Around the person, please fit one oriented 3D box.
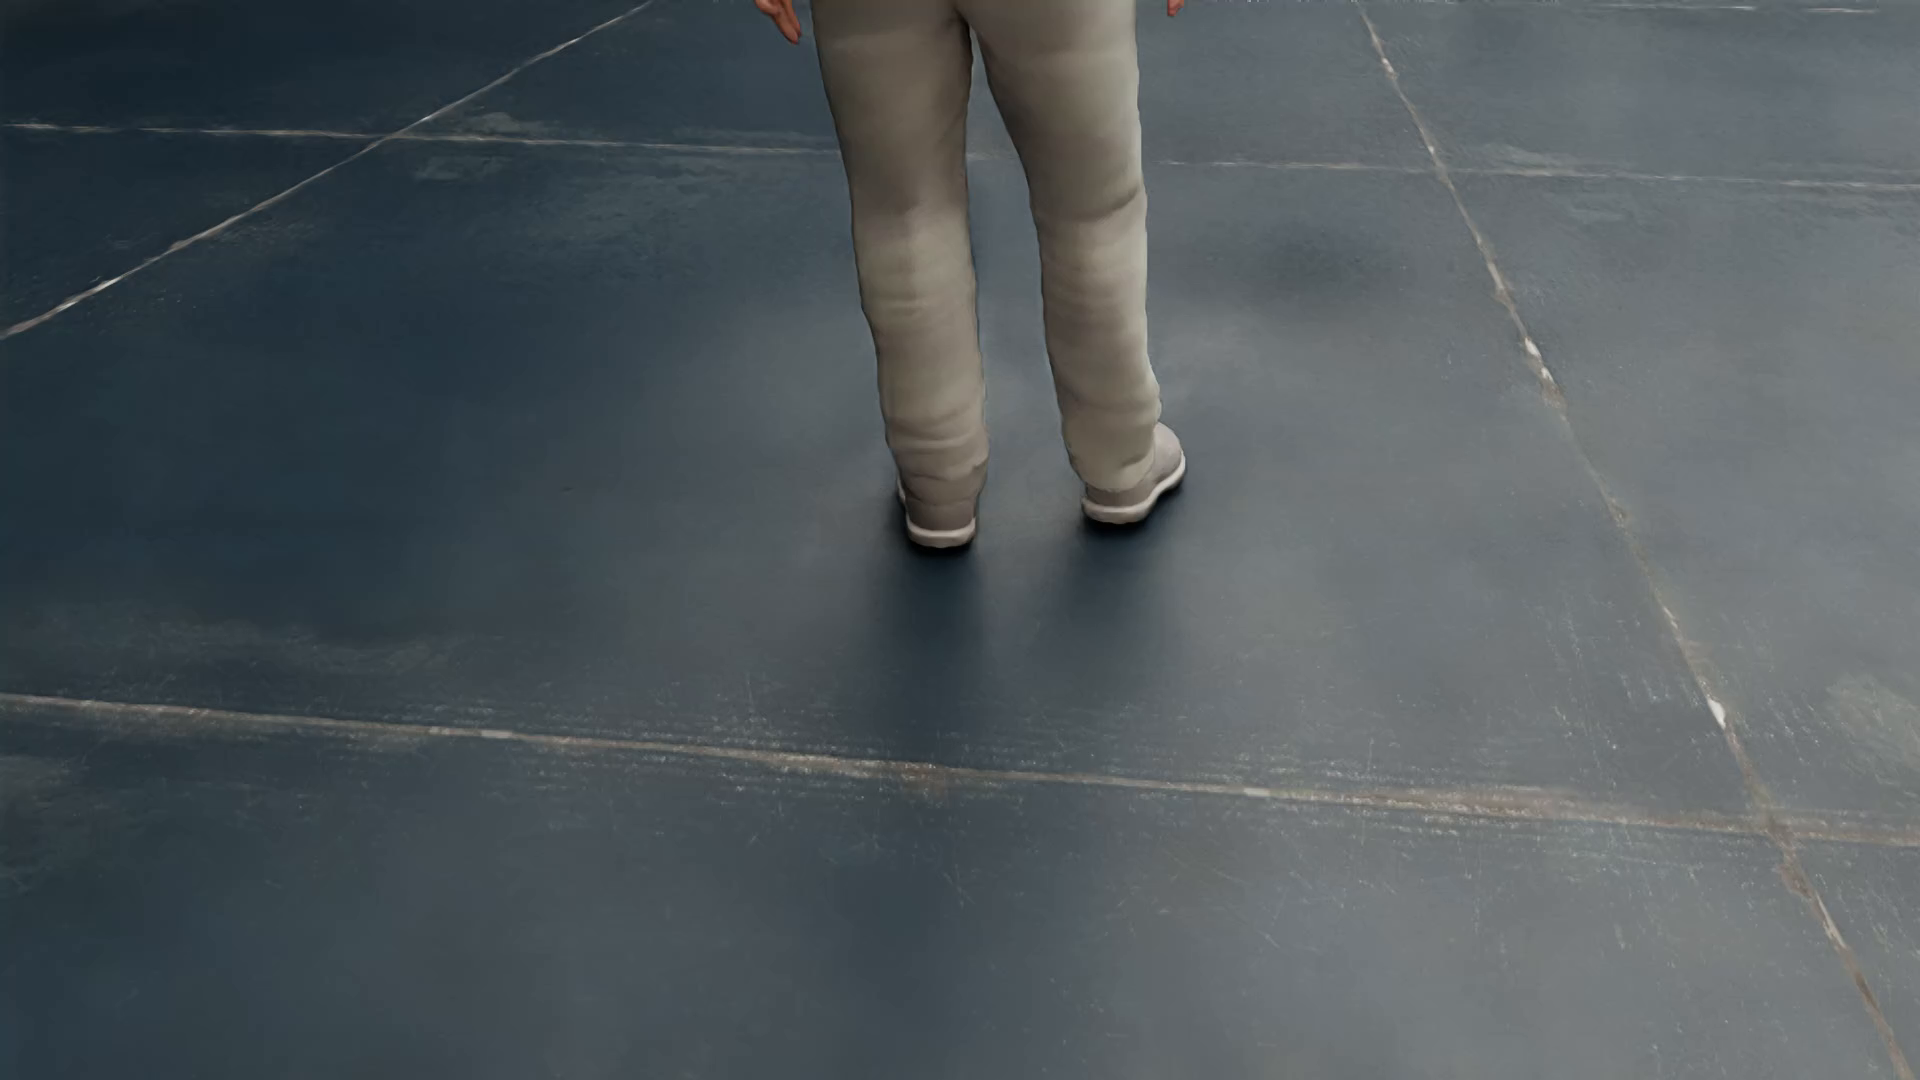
[{"bbox_3d":[0.022,-0.838,2.166,0.640,1.781,0.574,3,27,7],"label":"person"}]
